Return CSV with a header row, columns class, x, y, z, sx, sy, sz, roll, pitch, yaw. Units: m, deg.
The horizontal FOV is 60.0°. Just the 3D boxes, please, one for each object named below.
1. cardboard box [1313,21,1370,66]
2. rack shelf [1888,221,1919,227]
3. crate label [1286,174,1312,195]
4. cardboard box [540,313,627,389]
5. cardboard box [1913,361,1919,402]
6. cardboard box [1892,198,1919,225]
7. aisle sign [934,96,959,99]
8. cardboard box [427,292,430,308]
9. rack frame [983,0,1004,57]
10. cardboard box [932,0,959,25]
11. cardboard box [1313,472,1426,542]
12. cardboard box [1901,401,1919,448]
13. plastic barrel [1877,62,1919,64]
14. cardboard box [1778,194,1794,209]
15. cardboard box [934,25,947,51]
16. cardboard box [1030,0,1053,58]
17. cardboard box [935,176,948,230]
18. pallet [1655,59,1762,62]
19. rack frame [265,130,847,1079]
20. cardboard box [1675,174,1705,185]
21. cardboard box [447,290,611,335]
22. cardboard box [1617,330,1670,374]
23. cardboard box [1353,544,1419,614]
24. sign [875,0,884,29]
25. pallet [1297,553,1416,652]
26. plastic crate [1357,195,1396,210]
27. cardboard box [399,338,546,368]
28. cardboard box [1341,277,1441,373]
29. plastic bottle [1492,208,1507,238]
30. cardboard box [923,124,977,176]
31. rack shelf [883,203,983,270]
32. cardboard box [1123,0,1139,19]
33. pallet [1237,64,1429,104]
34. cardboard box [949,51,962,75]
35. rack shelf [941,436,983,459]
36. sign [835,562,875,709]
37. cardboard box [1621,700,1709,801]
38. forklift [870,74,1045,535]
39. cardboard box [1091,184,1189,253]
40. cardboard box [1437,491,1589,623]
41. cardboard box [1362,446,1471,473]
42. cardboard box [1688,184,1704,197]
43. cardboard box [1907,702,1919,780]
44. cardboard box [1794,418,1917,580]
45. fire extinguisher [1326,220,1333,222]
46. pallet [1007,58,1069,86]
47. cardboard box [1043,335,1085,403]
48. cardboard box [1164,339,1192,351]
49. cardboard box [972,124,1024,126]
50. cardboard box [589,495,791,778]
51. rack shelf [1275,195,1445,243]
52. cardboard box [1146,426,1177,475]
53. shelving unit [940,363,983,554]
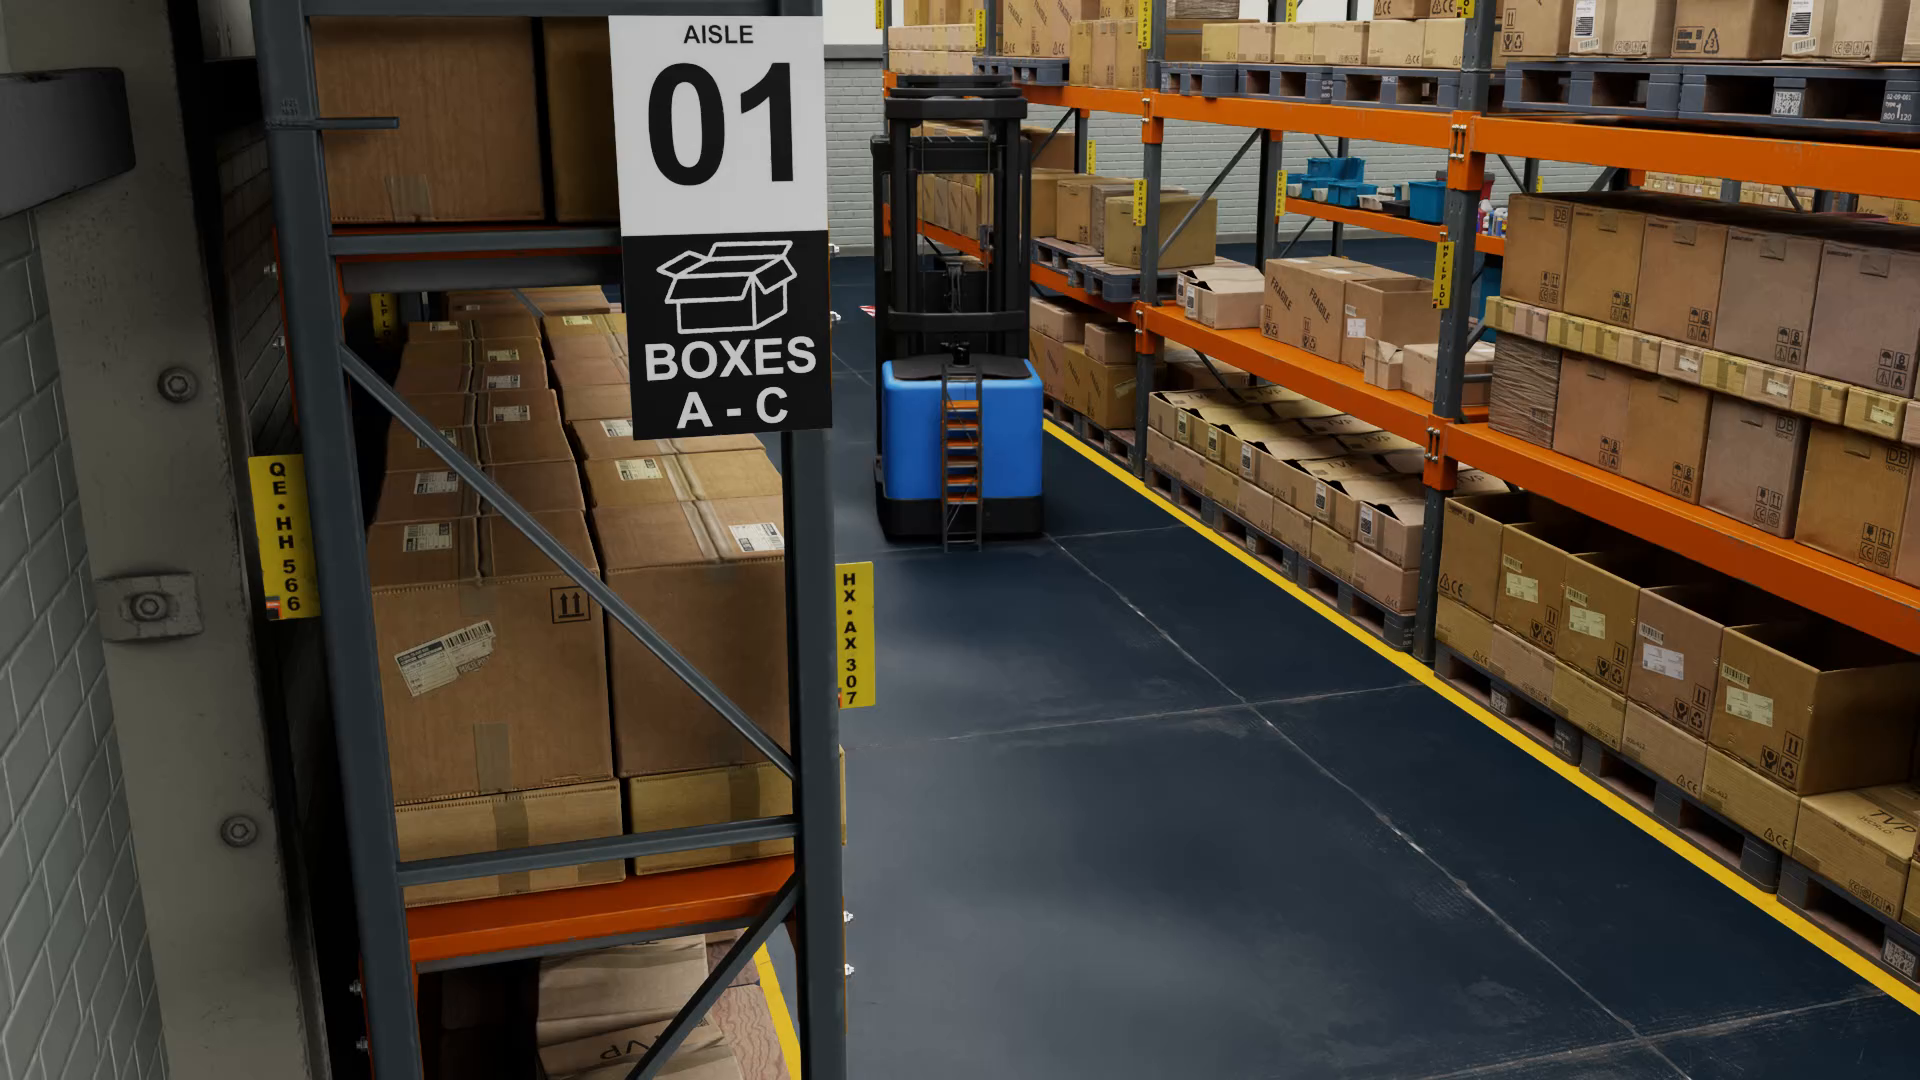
class,x,y,z,sx,sy,sz,roll,pitch,yaw
cardboard box,2.442,-2.935,9.827,0.500,0.250,0.500,-6,18,-20
rack shelf,10.786,-2.933,16.753,1.077,0.370,4.000,-5,17,-15
crate label,4.126,-4.400,20.573,0.416,0.233,0.303,-5,17,-15
cardboard box,-1.426,-0.634,6.770,0.500,0.500,0.500,-5,17,-15
cardboard box,3.728,-0.688,5.601,0.700,0.500,0.500,-5,17,-17
cardboard box,10.261,-3.593,17.525,0.500,0.500,0.500,-5,17,-15
aisle sign,-0.113,-5.443,19.340,0.394,0.787,0.004,-5,17,-15
cardboard box,-3.336,-1.859,11.202,0.500,0.500,0.500,-5,17,-15
rack frame,0.710,-5.922,15.024,1.000,3.000,0.127,-5,17,-15
cardboard box,0.112,-5.557,17.112,0.700,0.500,0.500,-5,17,-15
cardboard box,2.373,-0.221,9.550,0.500,0.311,0.500,-4,17,-14
cardboard box,3.509,-0.391,5.740,0.380,0.149,0.250,-4,17,-15
plastic barrel,6.770,-3.550,11.595,0.600,0.830,0.708,-5,17,-15
cardboard box,9.696,-3.911,19.195,0.380,0.149,0.250,-5,17,-16
cardboard box,0.046,-5.043,16.704,0.500,0.250,0.500,-5,17,-15
cardboard box,0.983,-4.454,14.274,0.600,0.600,0.600,-5,17,-16
cardboard box,0.040,-3.499,17.213,0.500,0.500,0.500,-4,17,-14
pallet,6.457,-3.898,13.830,1.003,0.211,1.213,-5,17,-15
rack frame,-0.754,0.663,3.530,1.000,3.000,0.127,-5,17,-15
cardboard box,9.293,-4.571,20.700,0.500,0.250,0.500,-5,18,-17
cardboard box,-1.960,-0.845,7.613,0.700,0.500,0.500,-5,17,-15
cardboard box,3.078,-0.822,7.174,0.380,0.149,0.250,-5,18,-17
cardboard box,2.516,0.188,9.161,0.500,0.250,0.500,-5,17,-16
sign,-0.911,-5.967,18.871,0.100,0.325,0.005,-5,17,-15
pallet,2.669,0.299,9.590,1.003,0.211,1.213,-5,17,-15
plastic crate,4.706,-3.800,18.741,0.293,0.136,0.466,-5,17,-15
cardboard box,-1.786,-0.450,6.159,0.500,0.500,0.500,-5,17,-16
cardboard box,2.569,-1.243,9.703,0.500,0.500,0.500,-3,17,-11
plastic bottle,5.335,-3.121,16.342,0.152,0.276,0.135,-5,17,-15
cardboard box,-0.096,-4.115,17.526,0.500,0.500,0.500,-5,17,-16
rack shelf,0.161,-3.257,17.833,1.077,0.370,4.000,-5,17,-15
cardboard box,1.556,-4.168,12.487,0.500,0.500,0.500,-5,17,-15
pallet,2.392,-2.799,10.169,1.003,0.211,1.213,-4,17,-13
cardboard box,0.194,-4.666,16.318,0.500,0.250,0.500,-5,17,-15
rack shelf,0.011,-0.587,10.557,0.258,0.103,0.180,-1,17,-4
sign,-0.232,0.206,3.548,0.100,0.325,0.005,-5,17,-15
cardboard box,3.153,0.847,6.967,0.500,0.250,0.500,-5,17,-15
forklift,-0.072,-1.808,11.875,1.130,2.935,3.031,-1,17,-4
cardboard box,1.460,-2.625,13.572,0.700,0.500,0.500,-1,17,-5
cardboard box,2.735,0.074,8.239,0.500,0.500,0.500,-5,17,-15
cardboard box,2.759,-0.405,10.160,0.500,0.311,0.500,-5,18,-17
cardboard box,9.273,-4.337,20.614,0.380,0.149,0.250,-5,17,-16
cardboard box,3.786,0.586,6.534,0.500,0.500,0.500,-5,17,-15
cardboard box,3.612,-0.190,6.197,0.700,0.500,0.500,-5,17,-15
fire extinguisher,4.770,-4.408,21.194,0.296,0.674,0.183,-5,17,-15
pallet,1.110,-3.923,13.910,1.213,0.211,1.003,-5,17,-15
cardboard box,1.035,-1.484,14.258,0.500,0.500,0.500,-5,18,-17
cardboard box,1.677,-1.388,13.939,0.500,0.500,0.500,-5,17,-16
cardboard box,0.425,-4.156,17.661,0.500,0.500,0.500,-4,17,-14
cardboard box,-0.596,0.211,3.960,0.500,0.500,0.500,-5,17,-15
rack shelf,4.924,-3.648,19.133,1.077,0.370,4.000,-5,17,-15
cardboard box,1.671,-0.658,11.980,0.500,0.250,0.500,-5,17,-15
shelving unit,0.011,-0.514,10.579,0.258,1.200,0.189,-1,17,-4
